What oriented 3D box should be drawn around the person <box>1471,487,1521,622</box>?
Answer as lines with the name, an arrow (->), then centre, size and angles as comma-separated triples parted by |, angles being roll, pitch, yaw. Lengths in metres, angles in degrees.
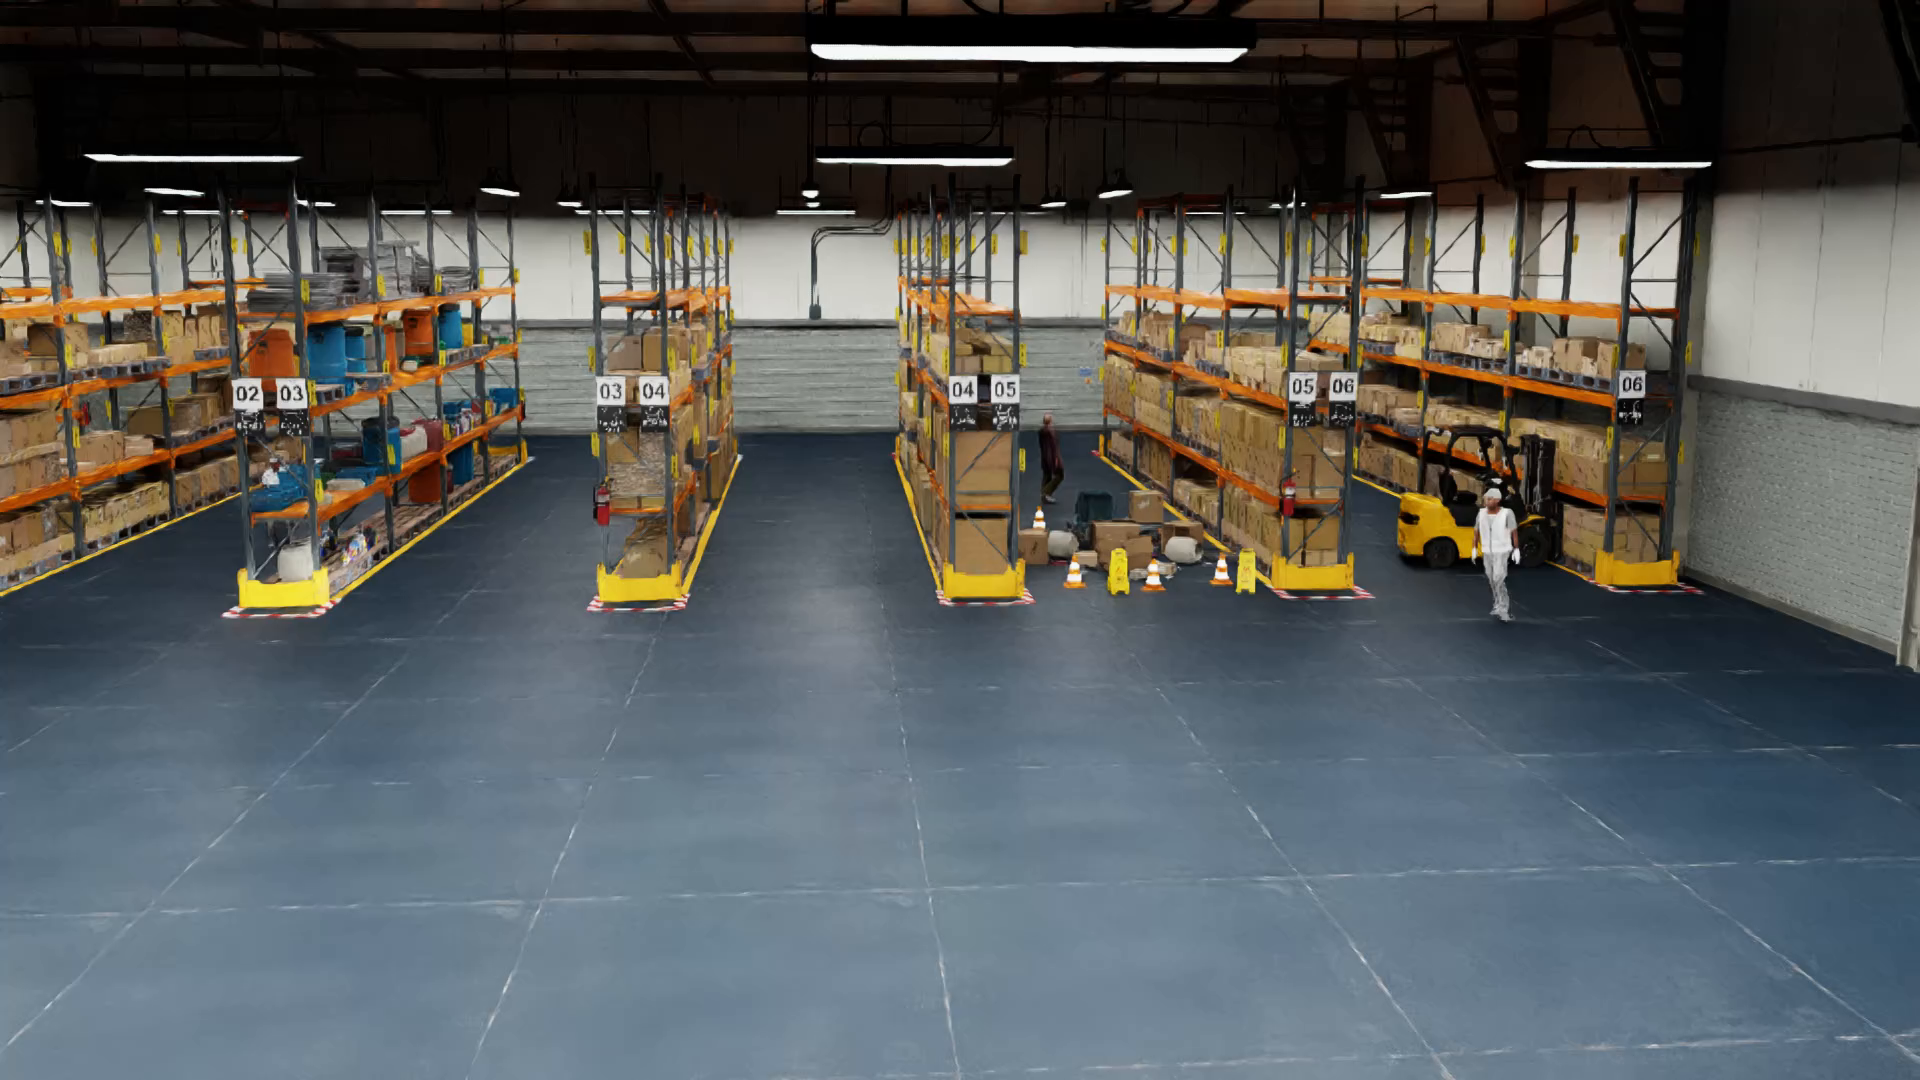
person -> 7.297, 0.167, 22.607 | 0.485, 1.778, 0.648 | -9, 13, -42

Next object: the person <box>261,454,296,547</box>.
person -> -11.360, -0.655, 27.770 | 0.592, 1.629, 0.526 | -1, 10, -6

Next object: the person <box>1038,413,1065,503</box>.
person -> 1.761, -1.584, 32.674 | 0.518, 1.732, 0.627 | -6, 11, -29
